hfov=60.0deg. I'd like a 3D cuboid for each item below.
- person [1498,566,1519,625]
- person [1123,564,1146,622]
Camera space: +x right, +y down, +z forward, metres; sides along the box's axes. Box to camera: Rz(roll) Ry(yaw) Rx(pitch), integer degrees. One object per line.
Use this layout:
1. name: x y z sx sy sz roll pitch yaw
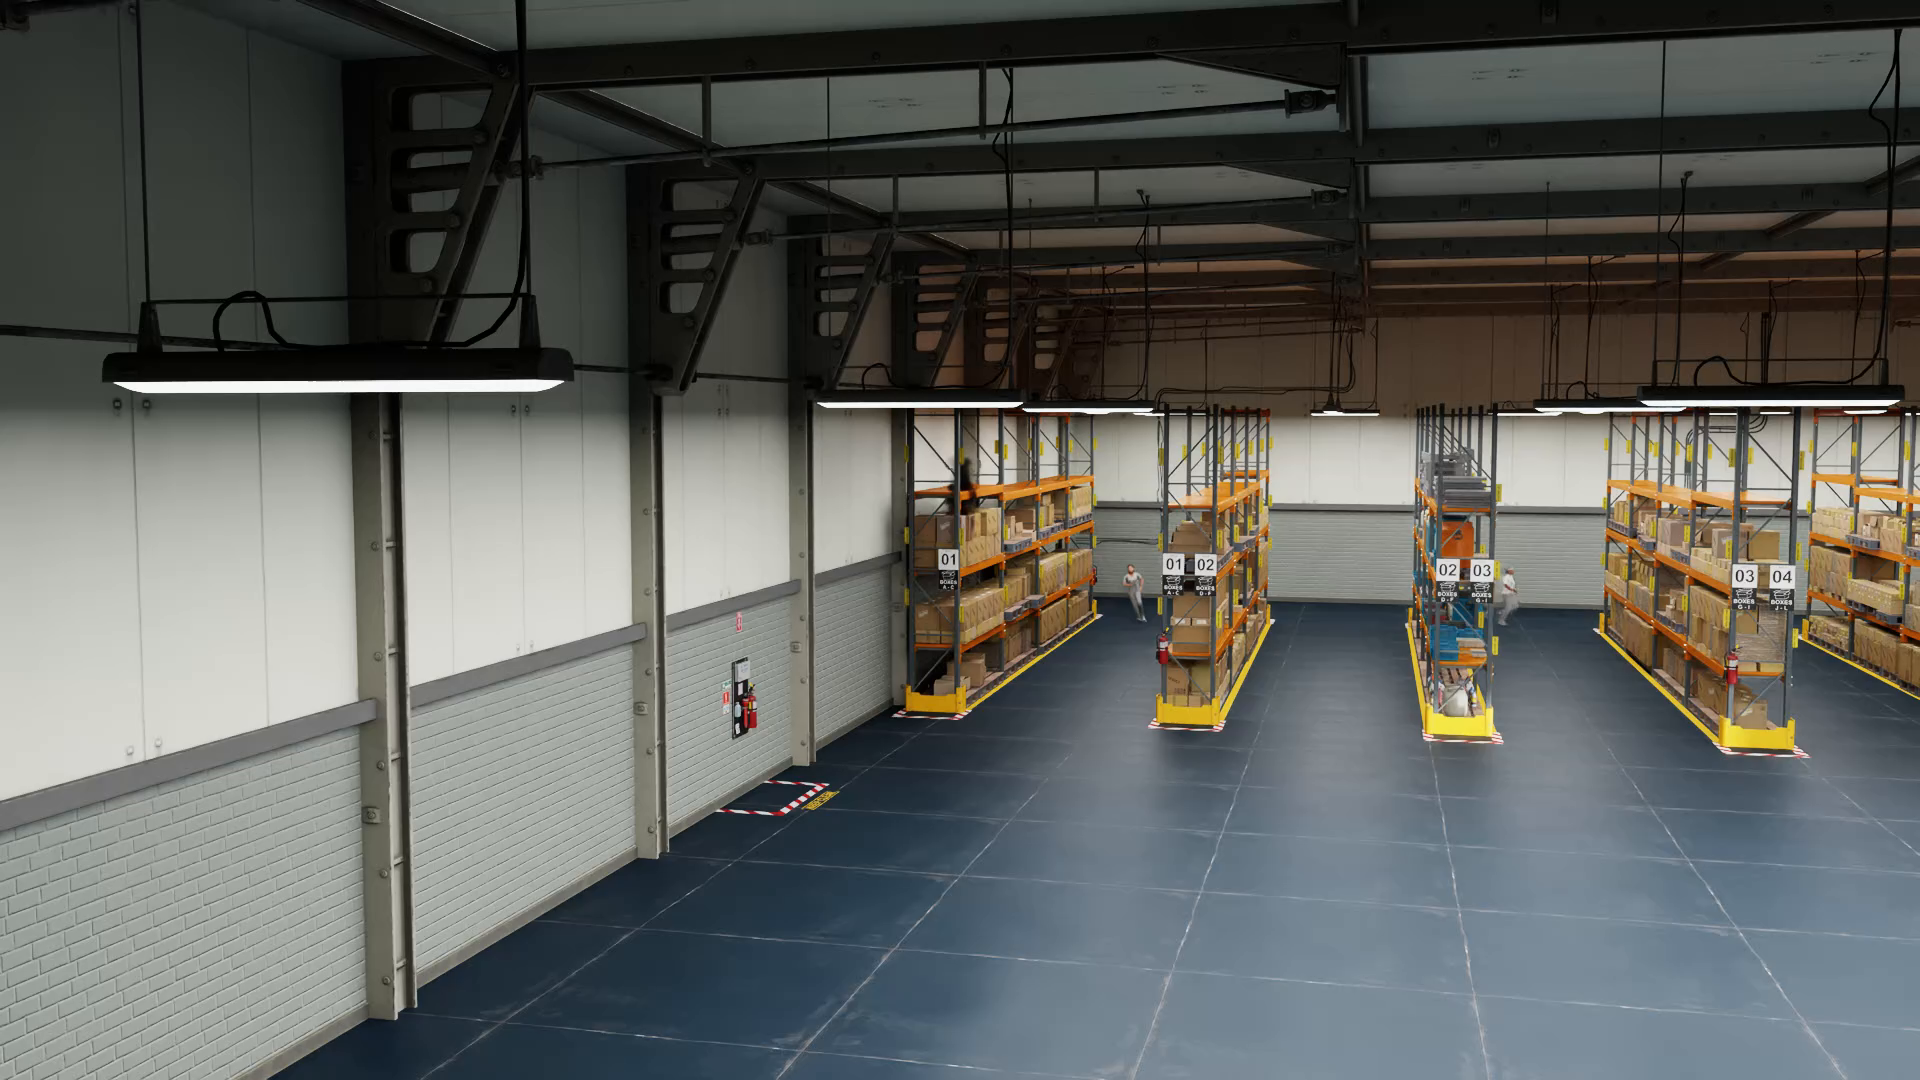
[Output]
1. person: 15.348 1.532 46.454 0.519 1.637 0.686 2 5 27
2. person: 4.931 1.495 46.955 0.662 1.632 0.650 0 4 6
